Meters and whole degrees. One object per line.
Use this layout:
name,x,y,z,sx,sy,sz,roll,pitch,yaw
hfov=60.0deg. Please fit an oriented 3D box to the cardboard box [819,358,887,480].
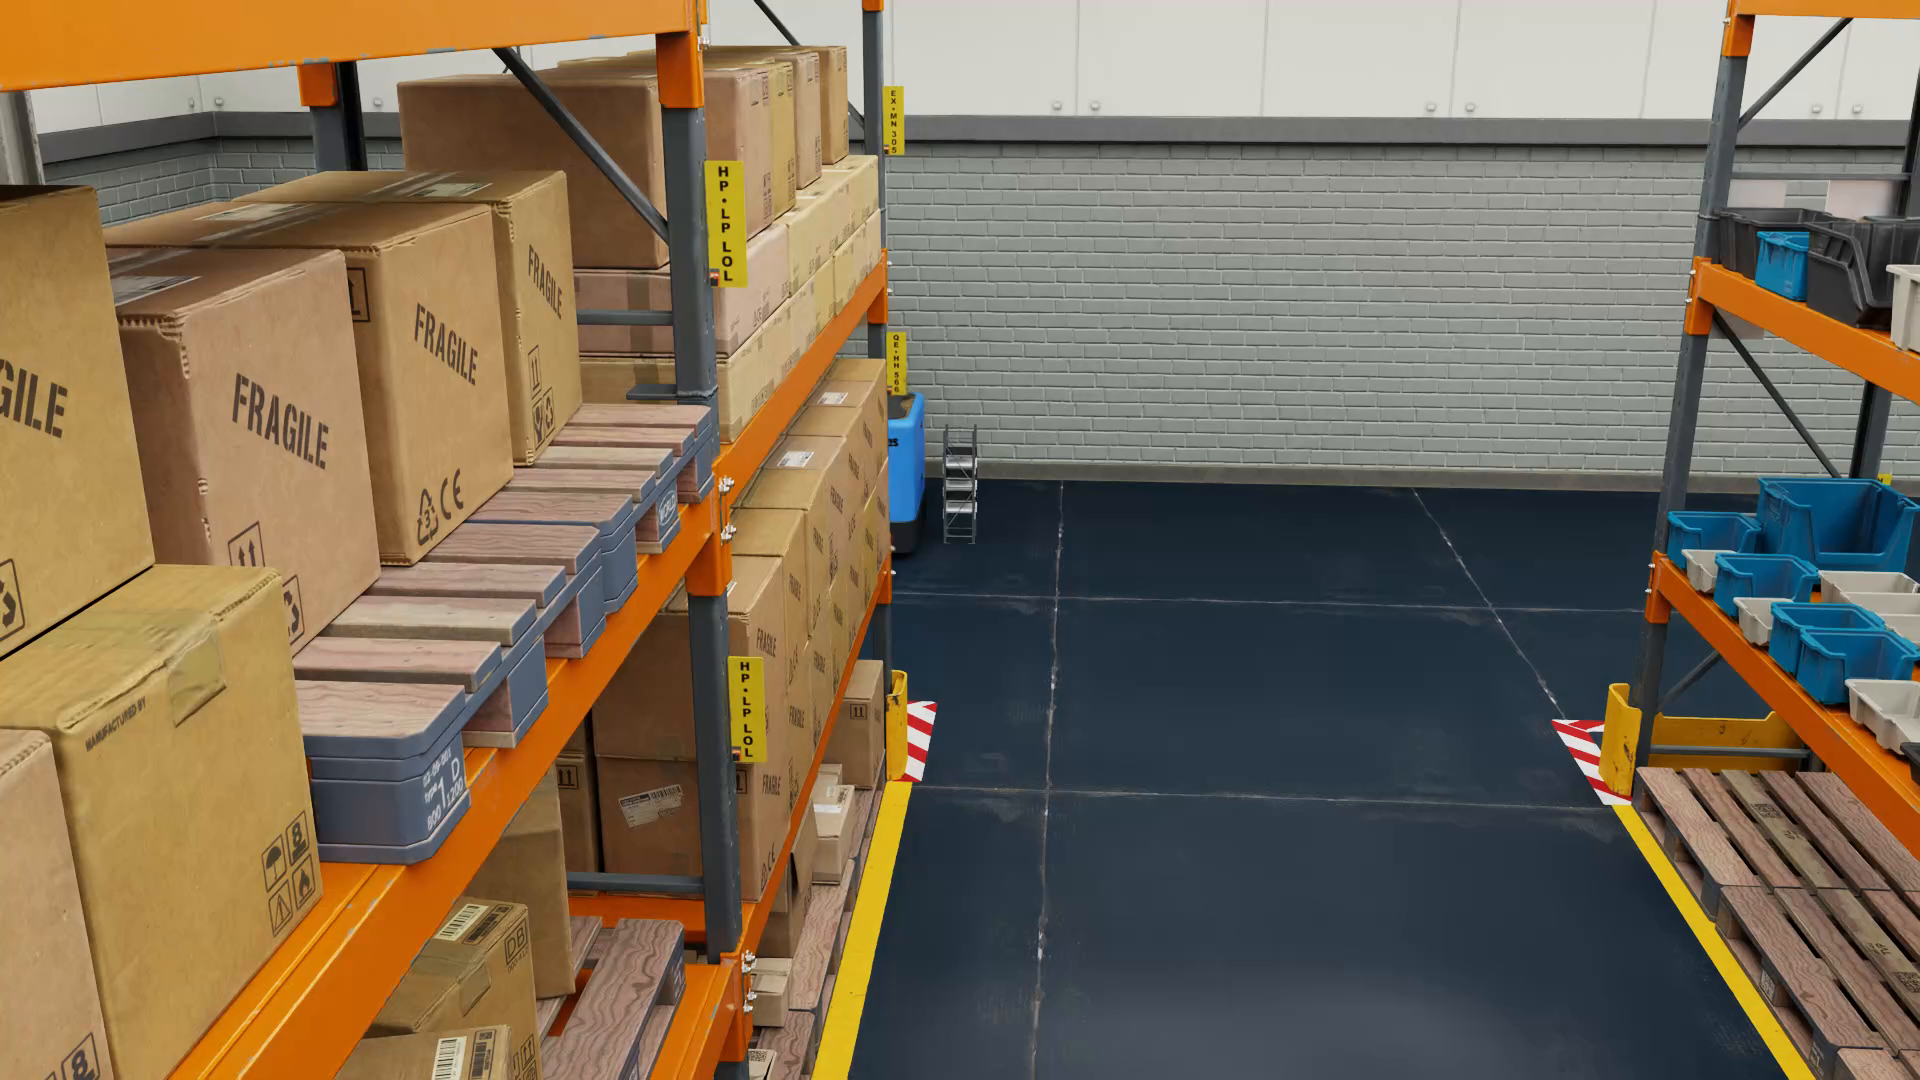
cardboard box,-0.633,-0.595,8.155,0.500,0.500,0.500,1,18,3

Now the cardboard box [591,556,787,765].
cardboard box,-0.848,0.363,5.231,0.500,0.500,0.500,2,18,5

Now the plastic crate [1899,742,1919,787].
plastic crate,3.590,0.886,5.747,0.437,0.125,0.590,1,18,4

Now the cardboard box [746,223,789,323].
cardboard box,-0.846,-0.867,5.372,0.500,0.250,0.500,1,18,4

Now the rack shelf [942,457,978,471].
rack shelf,0.001,-0.570,12.745,0.258,0.077,0.200,1,18,4

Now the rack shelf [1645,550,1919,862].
rack shelf,3.922,0.858,6.642,1.077,0.370,4.000,1,18,4

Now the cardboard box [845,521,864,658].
cardboard box,-0.711,0.197,7.344,0.500,0.500,0.500,1,18,4

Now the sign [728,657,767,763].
sign,-0.608,0.487,4.761,0.100,0.325,0.005,1,18,4

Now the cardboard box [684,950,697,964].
cardboard box,-1.351,1.678,6.596,0.500,0.311,0.500,1,18,4

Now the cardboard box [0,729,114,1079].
cardboard box,-1.415,0.500,1.600,0.910,0.500,0.500,1,18,4

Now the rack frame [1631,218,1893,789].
rack frame,4.065,-0.105,8.426,1.000,3.000,0.127,1,18,4

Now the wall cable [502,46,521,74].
wall cable,-5.055,-3.450,13.987,3.097,2.526,0.112,1,18,4

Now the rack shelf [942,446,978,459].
rack shelf,0.001,-0.655,12.717,0.258,0.077,0.200,1,18,4

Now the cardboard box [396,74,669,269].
cardboard box,-1.165,-1.074,4.800,0.700,0.500,0.500,1,18,4

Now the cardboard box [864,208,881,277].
cardboard box,-0.649,-1.405,7.818,0.500,0.250,0.500,1,18,4

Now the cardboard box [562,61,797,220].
cardboard box,-0.958,-1.382,5.739,0.700,0.500,0.500,1,18,4

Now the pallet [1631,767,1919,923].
pallet,3.967,1.476,8.081,1.003,0.211,1.213,1,18,4

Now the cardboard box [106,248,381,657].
cardboard box,-1.365,-0.125,2.675,0.600,0.600,0.600,1,18,2

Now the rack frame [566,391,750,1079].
rack frame,-1.162,1.026,4.975,1.000,3.000,0.127,1,18,4

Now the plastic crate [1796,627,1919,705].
plastic crate,3.603,0.518,6.698,0.416,0.233,0.300,1,18,4

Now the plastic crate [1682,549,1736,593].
plastic crate,3.613,0.159,7.947,0.250,0.136,0.298,1,18,4

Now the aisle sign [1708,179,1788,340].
aisle sign,3.774,-1.369,8.109,0.394,0.787,0.004,1,18,4

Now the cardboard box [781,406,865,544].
cardboard box,-0.701,-0.277,7.184,0.500,0.500,0.500,2,18,5

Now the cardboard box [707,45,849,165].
cardboard box,-0.896,-2.005,7.640,0.700,0.500,0.500,1,18,4

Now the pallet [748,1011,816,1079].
pallet,-1.112,2.138,6.060,1.003,0.211,1.213,1,18,4

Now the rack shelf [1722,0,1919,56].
rack shelf,3.922,-1.803,5.770,1.077,0.370,4.000,1,18,4

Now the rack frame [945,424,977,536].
rack frame,0.008,-0.462,12.887,0.240,0.900,0.006,1,18,4

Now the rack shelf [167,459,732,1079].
rack shelf,-1.306,0.563,2.725,1.077,0.370,4.000,1,18,4

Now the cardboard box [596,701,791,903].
cardboard box,-0.854,0.826,5.424,0.500,0.500,0.500,2,18,5

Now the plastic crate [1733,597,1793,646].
plastic crate,3.565,0.370,7.304,0.250,0.136,0.298,1,18,4

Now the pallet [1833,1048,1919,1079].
pallet,3.792,2.233,5.768,1.003,0.211,1.213,1,18,4

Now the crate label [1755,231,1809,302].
crate label,3.676,-1.180,7.129,0.408,0.251,0.502,1,18,4

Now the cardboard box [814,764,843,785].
cardboard box,-0.788,1.219,8.229,0.380,0.166,0.250,1,18,4

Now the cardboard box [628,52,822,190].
cardboard box,-0.945,-1.694,6.691,0.700,0.500,0.500,1,18,4

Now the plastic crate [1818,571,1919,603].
plastic crate,4.187,0.249,7.672,0.396,0.136,0.243,1,18,4

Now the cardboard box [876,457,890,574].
cardboard box,-0.636,-0.119,8.308,0.500,0.500,0.500,2,18,6

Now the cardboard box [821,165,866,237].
cardboard box,-0.693,-1.488,7.267,0.500,0.250,0.500,1,18,4

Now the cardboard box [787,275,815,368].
cardboard box,-0.803,-0.784,5.923,0.500,0.250,0.500,1,18,4

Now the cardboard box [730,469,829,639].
cardboard box,-0.774,0.043,6.208,0.500,0.500,0.500,1,18,2

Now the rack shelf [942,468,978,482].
rack shelf,0.001,-0.484,12.773,0.258,0.077,0.200,1,18,4

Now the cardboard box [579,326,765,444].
cardboard box,-0.881,-0.474,4.976,0.500,0.250,0.500,1,18,4

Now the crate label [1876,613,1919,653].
crate label,4.156,0.426,7.133,0.396,0.136,0.243,1,18,4

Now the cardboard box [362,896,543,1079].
cardboard box,-1.405,1.136,3.804,0.700,0.500,0.500,4,19,13

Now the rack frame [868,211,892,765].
rack frame,-0.875,-0.217,8.767,1.000,3.000,0.127,1,18,4

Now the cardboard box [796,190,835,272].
cardboard box,-0.762,-1.177,6.319,0.500,0.250,0.500,1,18,4

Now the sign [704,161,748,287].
sign,-0.608,-0.821,4.332,0.100,0.325,0.005,1,18,4

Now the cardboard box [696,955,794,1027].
cardboard box,-0.864,1.769,6.552,0.380,0.166,0.250,1,18,4

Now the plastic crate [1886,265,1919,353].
plastic crate,3.598,-0.792,5.897,0.437,0.282,0.530,1,18,4

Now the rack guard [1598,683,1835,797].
rack guard,4.054,1.075,8.839,1.175,0.500,0.348,1,18,4

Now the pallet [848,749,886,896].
pallet,-0.937,1.380,8.373,1.003,0.211,1.213,1,18,4

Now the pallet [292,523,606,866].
pallet,-1.350,0.213,2.941,1.213,0.211,1.003,1,18,4

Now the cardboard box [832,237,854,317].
cardboard box,-0.719,-1.095,6.870,0.500,0.250,0.500,1,18,4

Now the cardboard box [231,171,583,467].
cardboard box,-1.272,-0.539,3.939,0.600,0.600,0.600,0,18,-1

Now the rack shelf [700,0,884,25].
rack shelf,-1.019,-2.103,6.049,1.077,0.370,4.000,1,18,4

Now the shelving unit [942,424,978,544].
shelving unit,0.001,-0.430,12.791,0.258,0.900,0.210,1,18,4

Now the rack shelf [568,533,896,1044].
rack shelf,-1.019,0.746,6.983,1.077,0.370,4.000,1,18,4

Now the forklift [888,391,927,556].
forklift,-1.804,-1.418,12.543,3.031,2.935,1.130,1,18,3

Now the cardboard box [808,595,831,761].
cardboard box,-0.782,0.512,6.384,0.500,0.500,0.500,1,18,4
